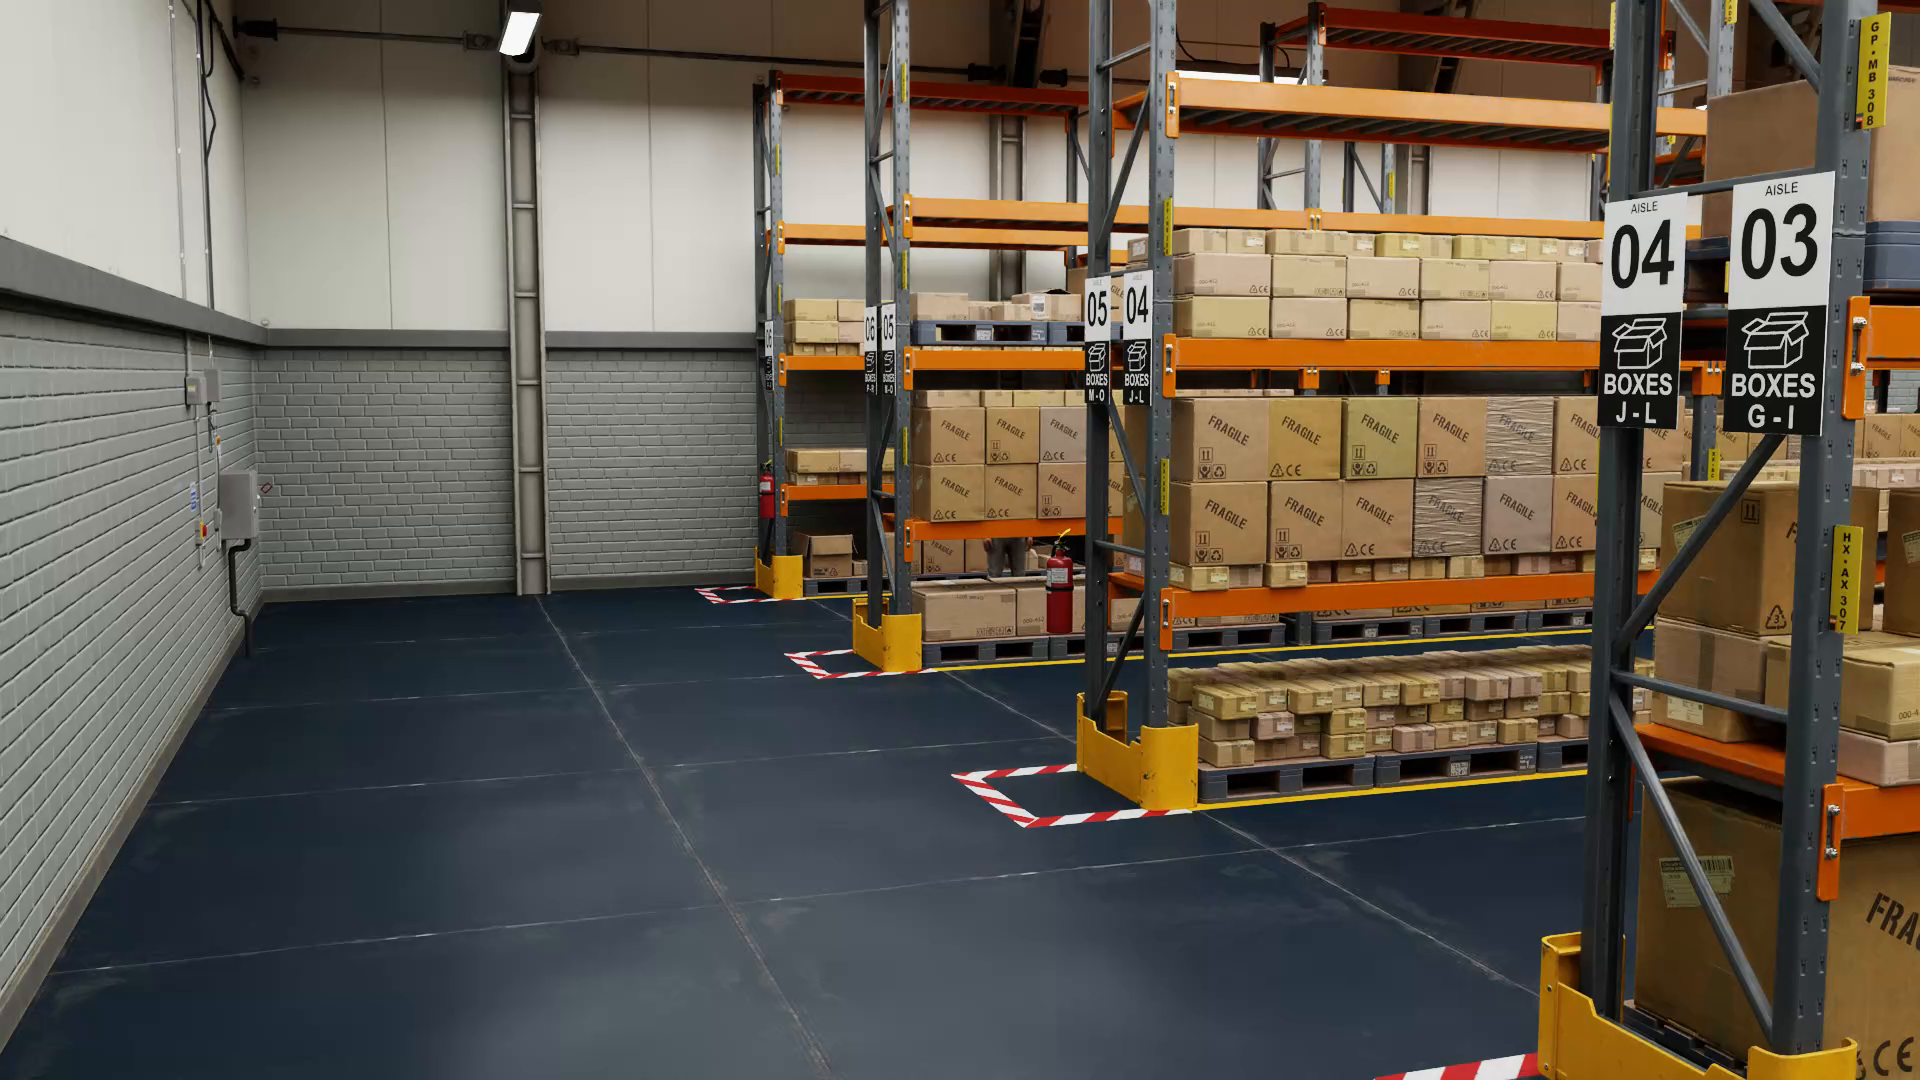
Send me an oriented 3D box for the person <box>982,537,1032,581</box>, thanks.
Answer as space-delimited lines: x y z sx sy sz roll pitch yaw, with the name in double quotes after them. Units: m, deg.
0.495 -0.035 17.542 0.580 1.770 0.464 -2 6 -19 "person"
